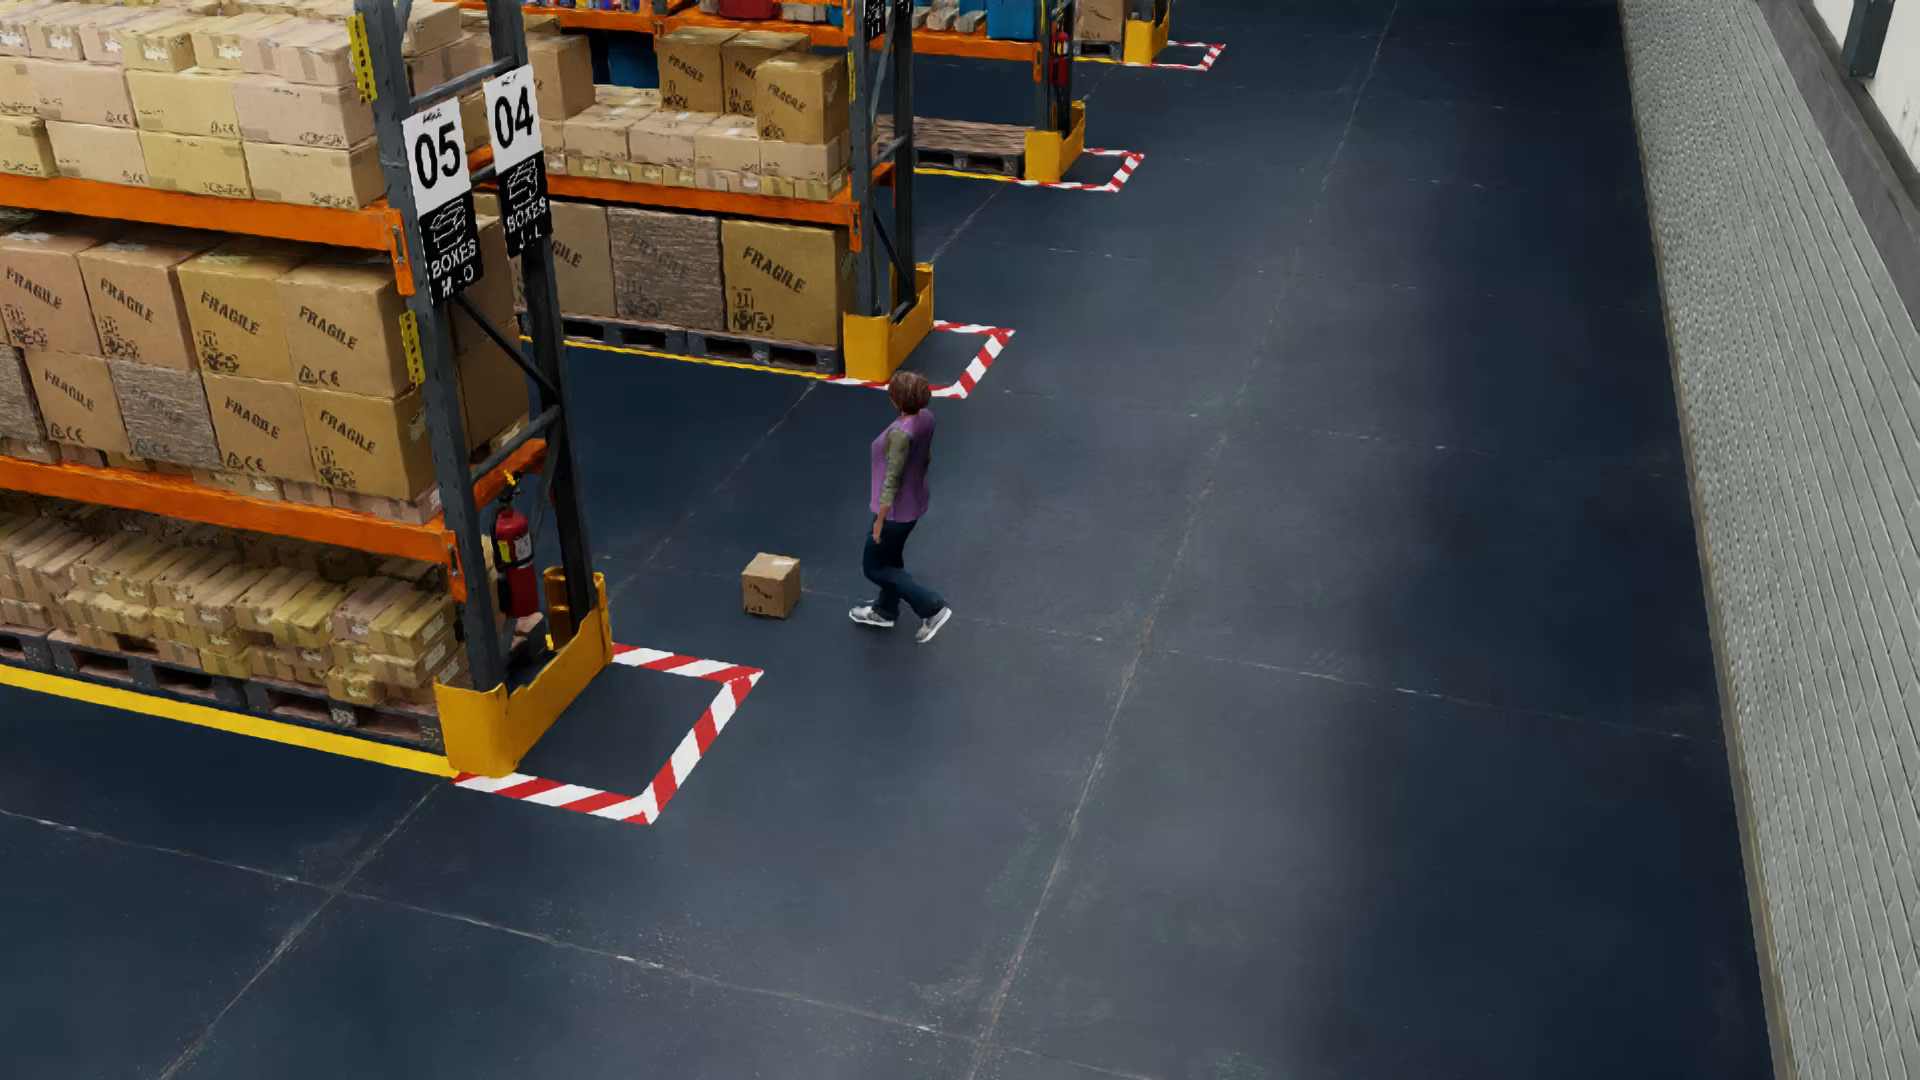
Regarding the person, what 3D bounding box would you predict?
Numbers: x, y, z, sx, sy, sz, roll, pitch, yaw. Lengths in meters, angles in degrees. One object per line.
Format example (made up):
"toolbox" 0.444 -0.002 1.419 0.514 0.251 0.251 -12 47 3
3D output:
"person" -0.327 -0.169 8.766 0.665 1.586 0.438 10 31 16
